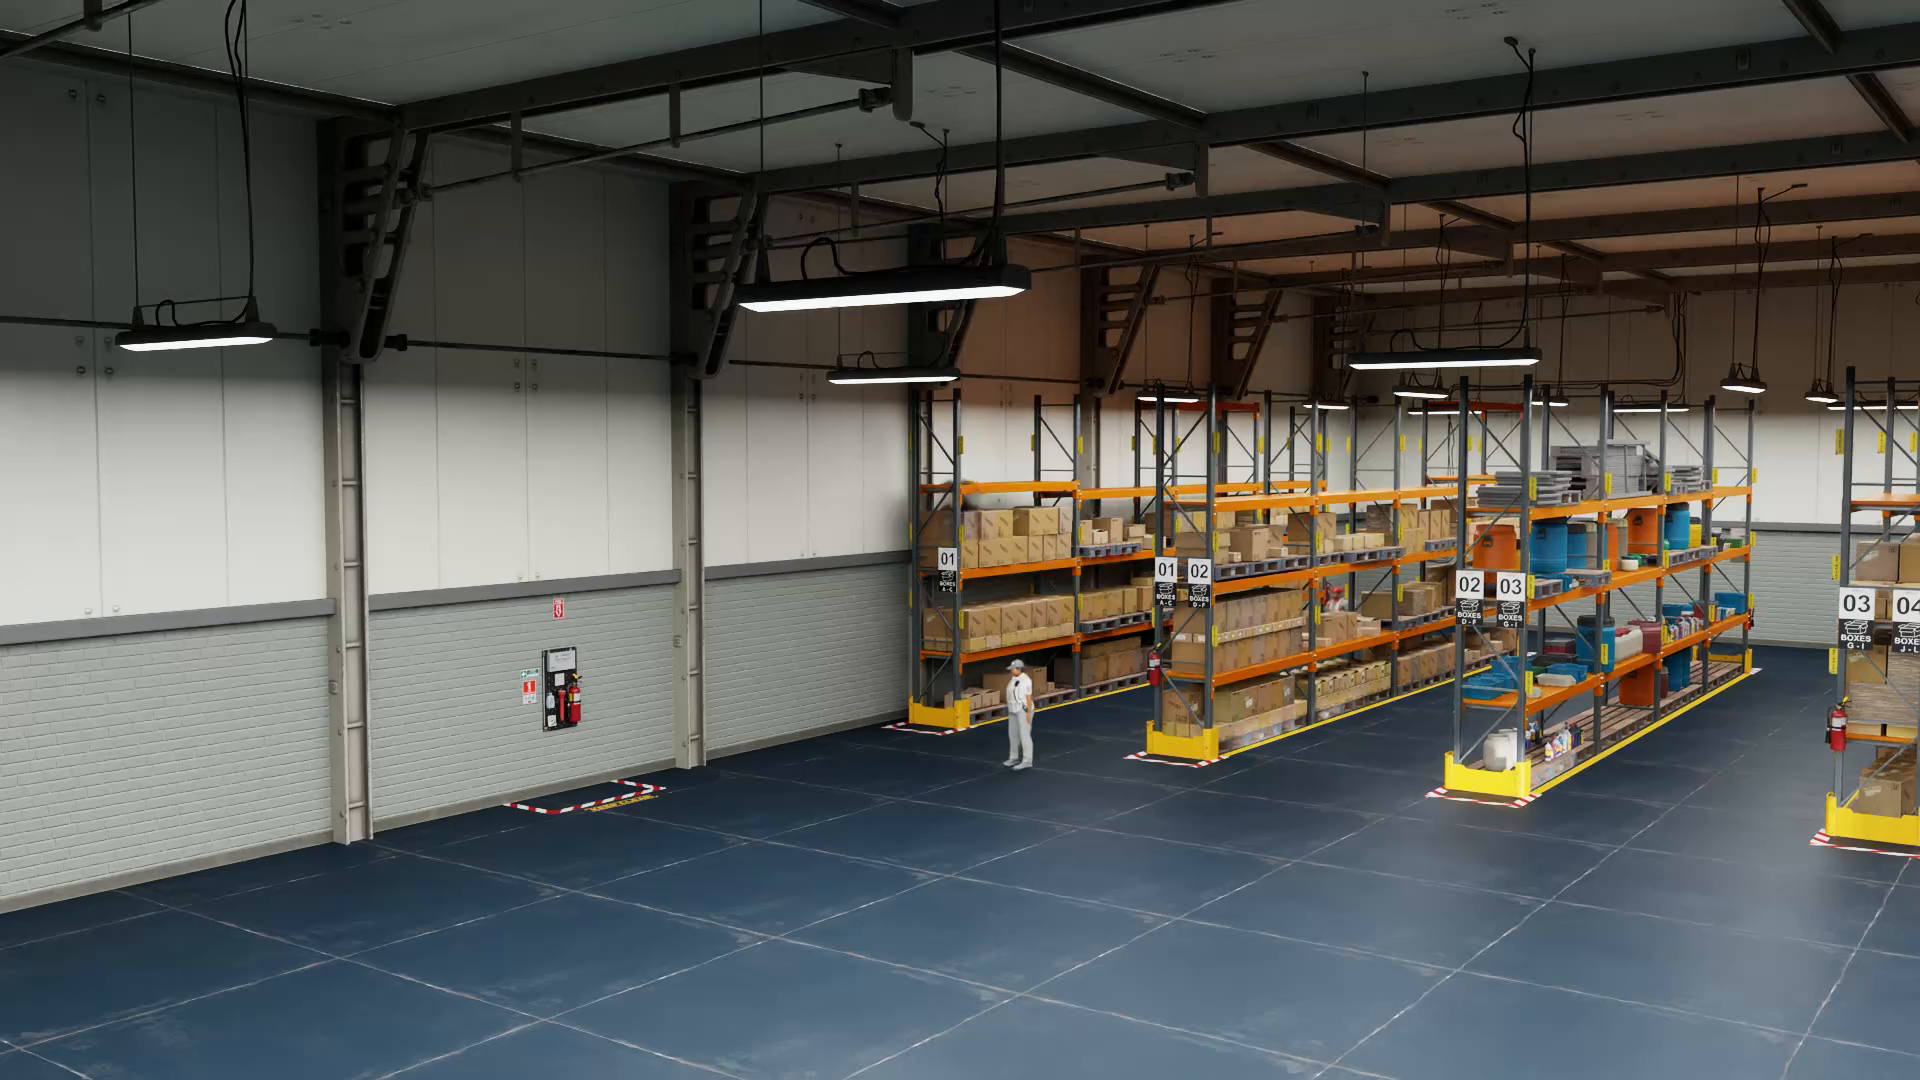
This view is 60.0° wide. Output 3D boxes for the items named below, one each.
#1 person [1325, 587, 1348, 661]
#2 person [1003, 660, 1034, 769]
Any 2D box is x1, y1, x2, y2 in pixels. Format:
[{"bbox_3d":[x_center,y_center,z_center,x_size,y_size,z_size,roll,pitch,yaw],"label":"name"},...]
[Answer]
[{"bbox_3d":[8.537,1.948,37.964,0.604,1.743,0.975,2,4,33],"label":"person"},{"bbox_3d":[0.915,2.693,25.883,0.426,1.670,0.528,-2,4,-30],"label":"person"}]
